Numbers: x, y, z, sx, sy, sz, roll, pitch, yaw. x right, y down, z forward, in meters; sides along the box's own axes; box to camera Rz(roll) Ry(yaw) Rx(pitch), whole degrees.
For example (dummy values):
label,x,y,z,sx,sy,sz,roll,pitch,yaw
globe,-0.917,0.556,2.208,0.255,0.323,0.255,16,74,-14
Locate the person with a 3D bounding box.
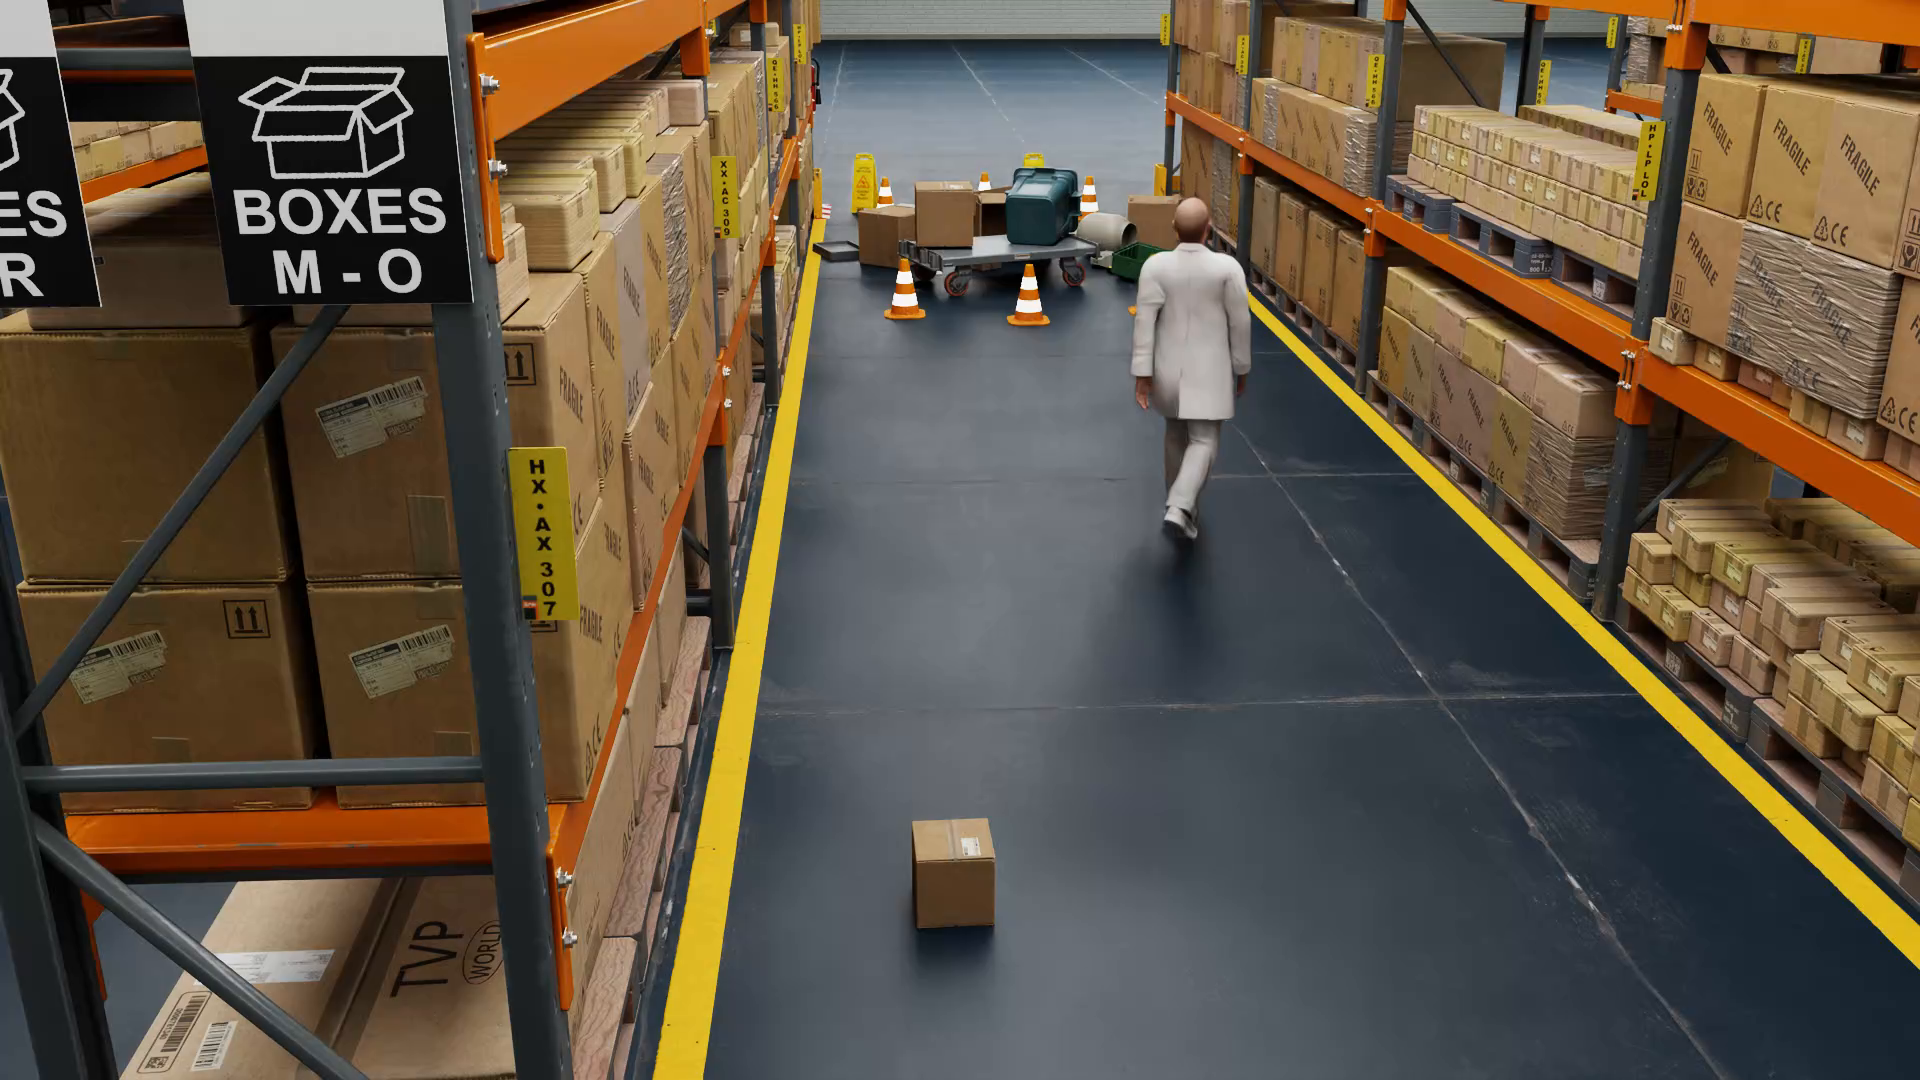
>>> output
label,x,y,z,sx,sy,sz,roll,pitch,yaw
person,1.167,-0.854,8.421,0.580,1.739,1.017,8,21,20
